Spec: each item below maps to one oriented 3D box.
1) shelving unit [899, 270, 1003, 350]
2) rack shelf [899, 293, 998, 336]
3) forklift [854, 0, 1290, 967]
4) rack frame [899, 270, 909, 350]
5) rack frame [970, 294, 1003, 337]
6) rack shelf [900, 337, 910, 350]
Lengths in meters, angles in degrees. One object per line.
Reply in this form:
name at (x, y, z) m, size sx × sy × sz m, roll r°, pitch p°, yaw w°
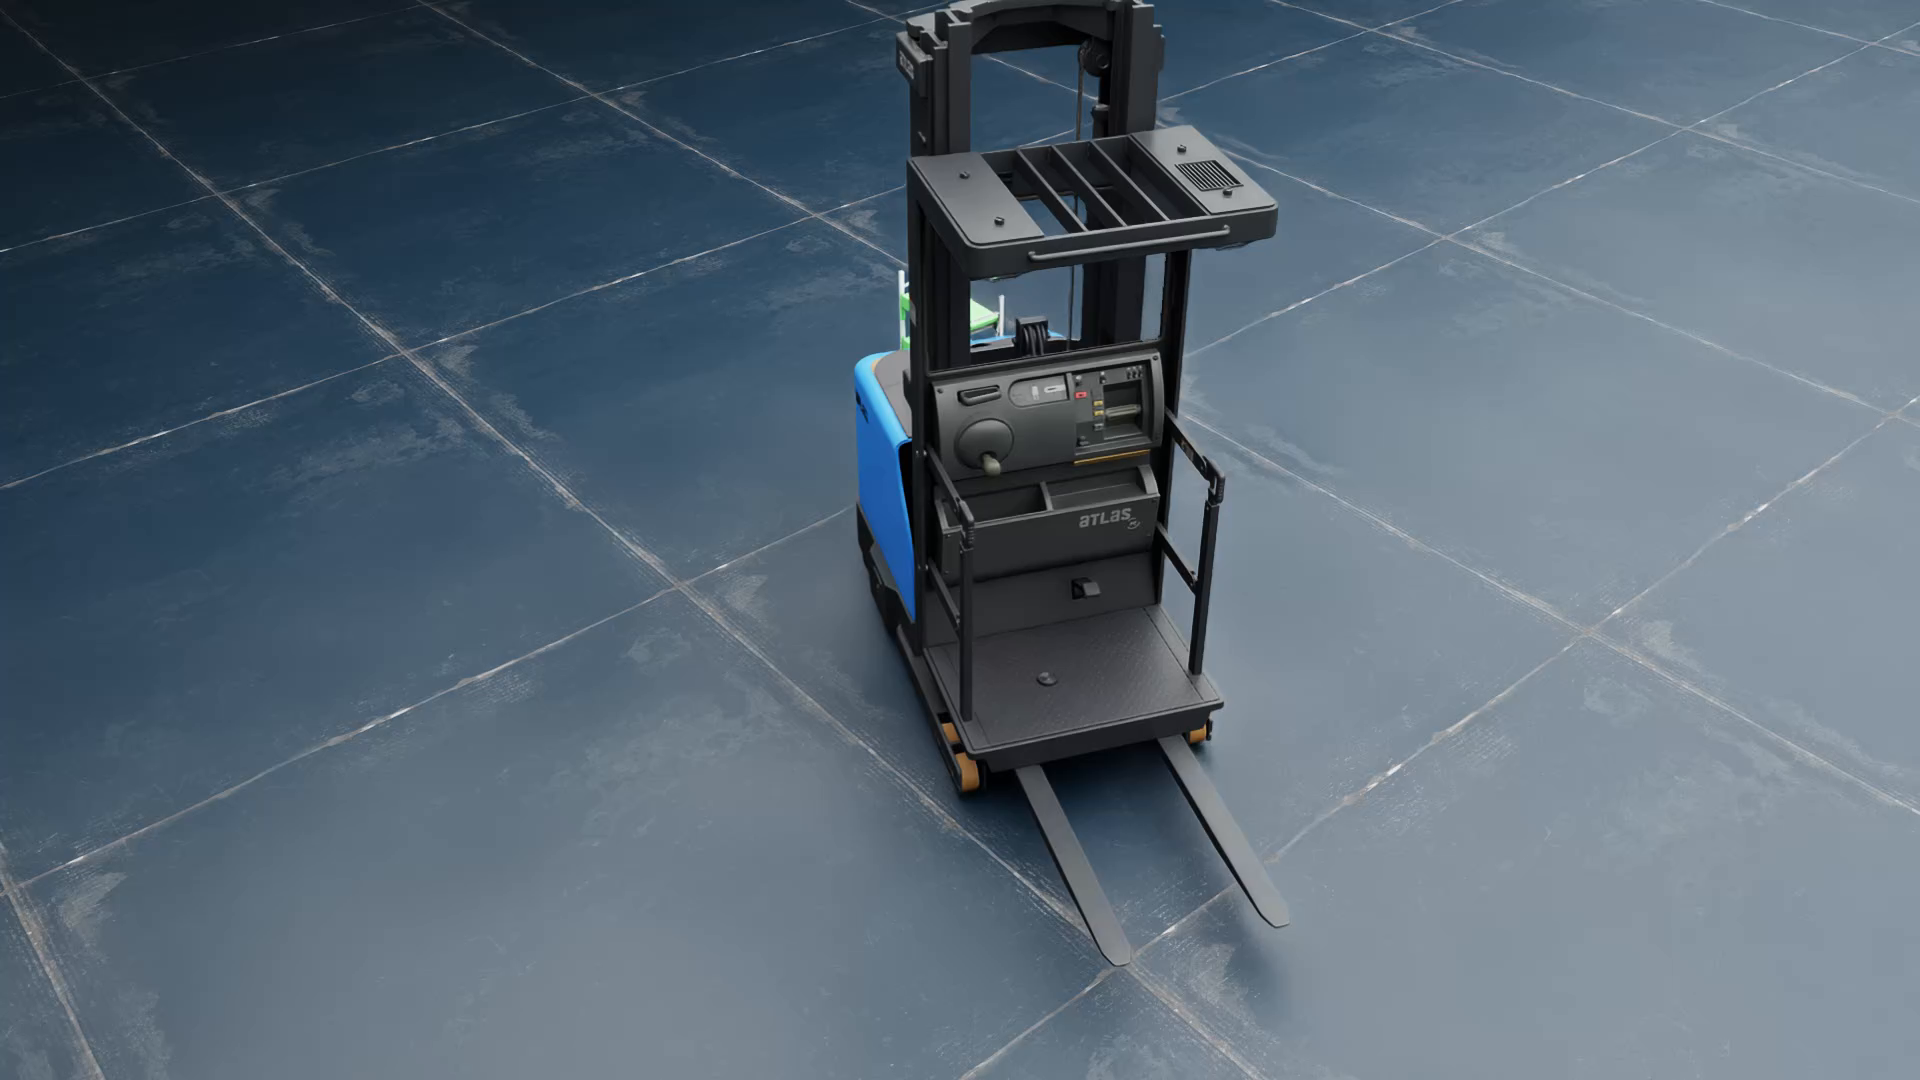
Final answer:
shelving unit at (-0.046, -0.732, 8.245) m, size 0.258 × 1.200 × 0.503 m, roll -24°, pitch 42°, yaw -30°
rack shelf at (-0.046, -1.071, 8.004) m, size 0.258 × 0.148 × 0.480 m, roll -24°, pitch 42°, yaw -30°
forklift at (0.418, -0.426, 6.315) m, size 1.130 × 2.935 × 3.031 m, roll -10°, pitch 37°, yaw -14°
rack frame at (-0.196, -0.843, 8.402) m, size 0.240 × 1.200 × 0.015 m, roll -24°, pitch 42°, yaw -30°
rack frame at (0.103, -0.620, 8.088) m, size 0.240 × 1.200 × 0.015 m, roll -24°, pitch 42°, yaw -30°
rack shelf at (-0.046, -0.875, 8.143) m, size 0.258 × 0.148 × 0.480 m, roll -24°, pitch 42°, yaw -30°
